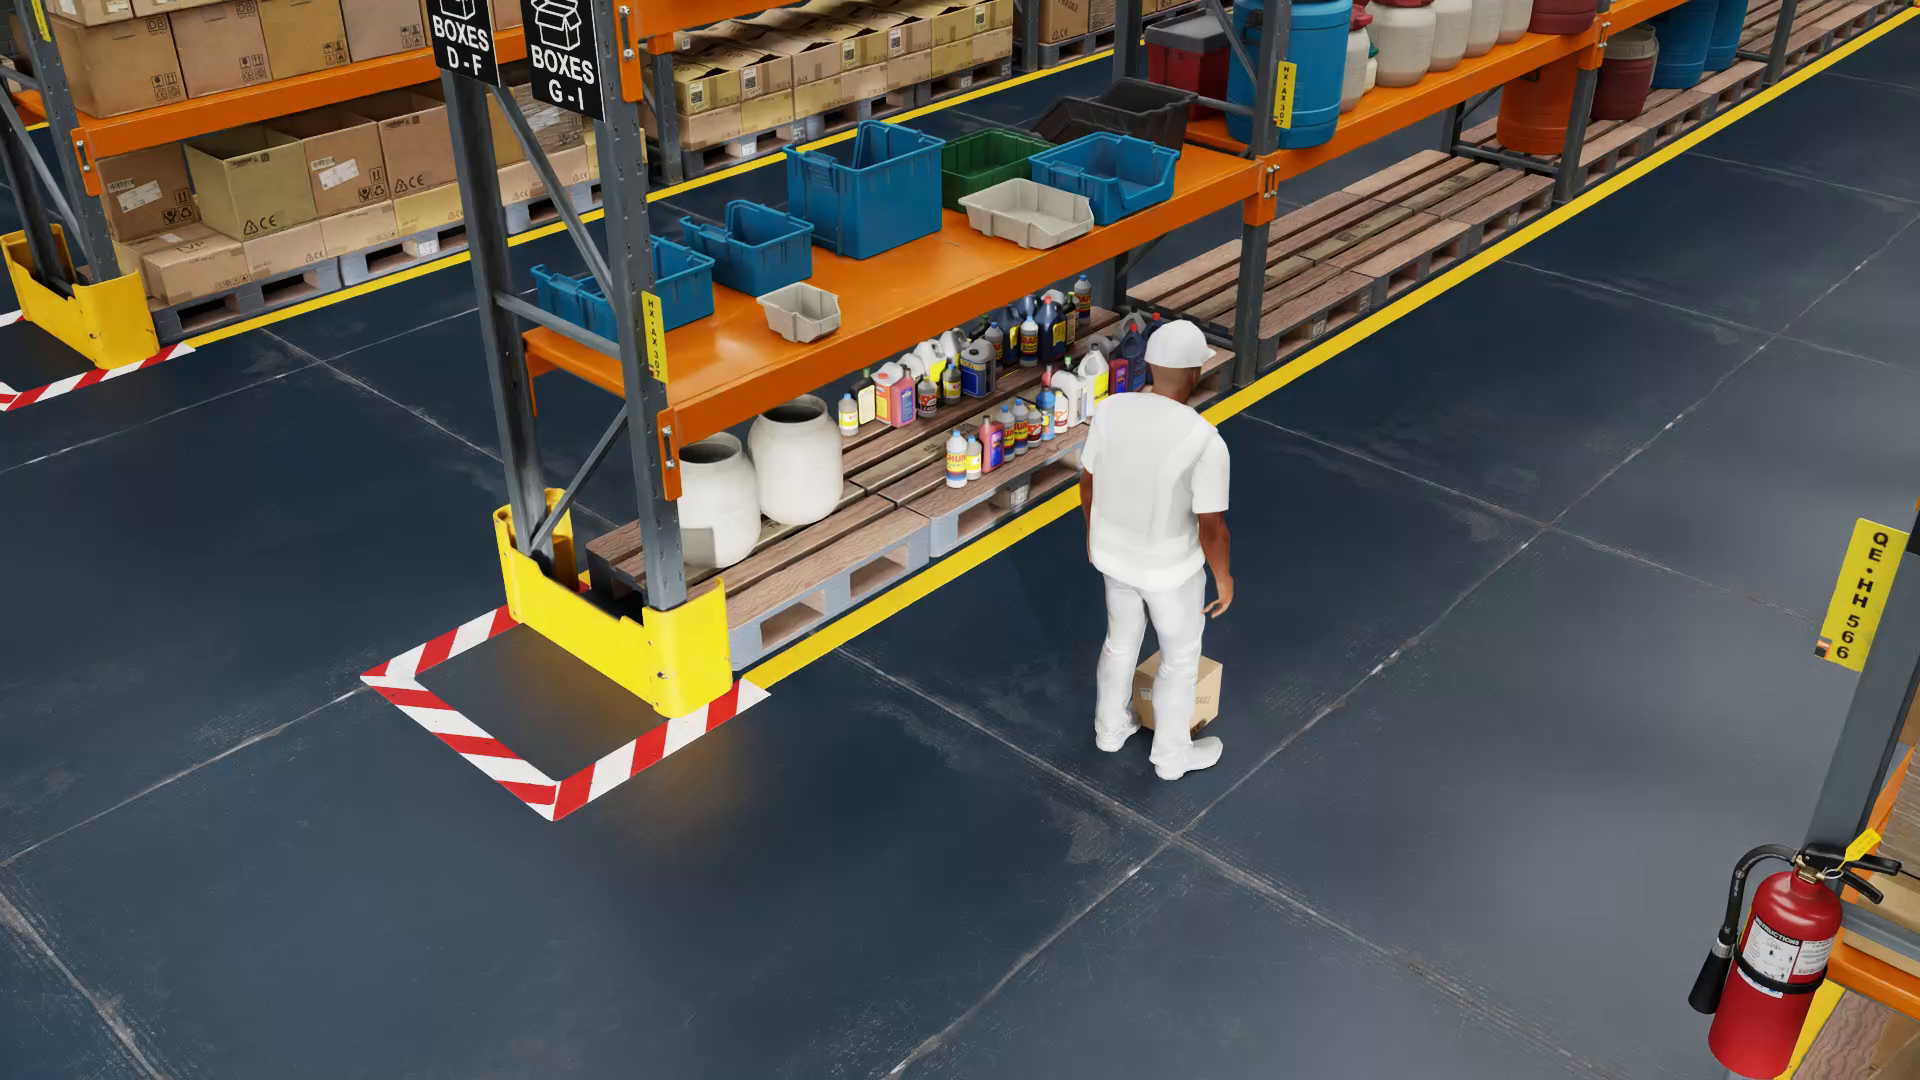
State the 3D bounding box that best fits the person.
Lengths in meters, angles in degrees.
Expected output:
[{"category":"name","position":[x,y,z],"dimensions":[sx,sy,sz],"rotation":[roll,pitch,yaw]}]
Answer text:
[{"category":"person","position":[0.717,0.046,6.039],"dimensions":[0.631,1.760,0.463],"rotation":[25,39,35]}]
